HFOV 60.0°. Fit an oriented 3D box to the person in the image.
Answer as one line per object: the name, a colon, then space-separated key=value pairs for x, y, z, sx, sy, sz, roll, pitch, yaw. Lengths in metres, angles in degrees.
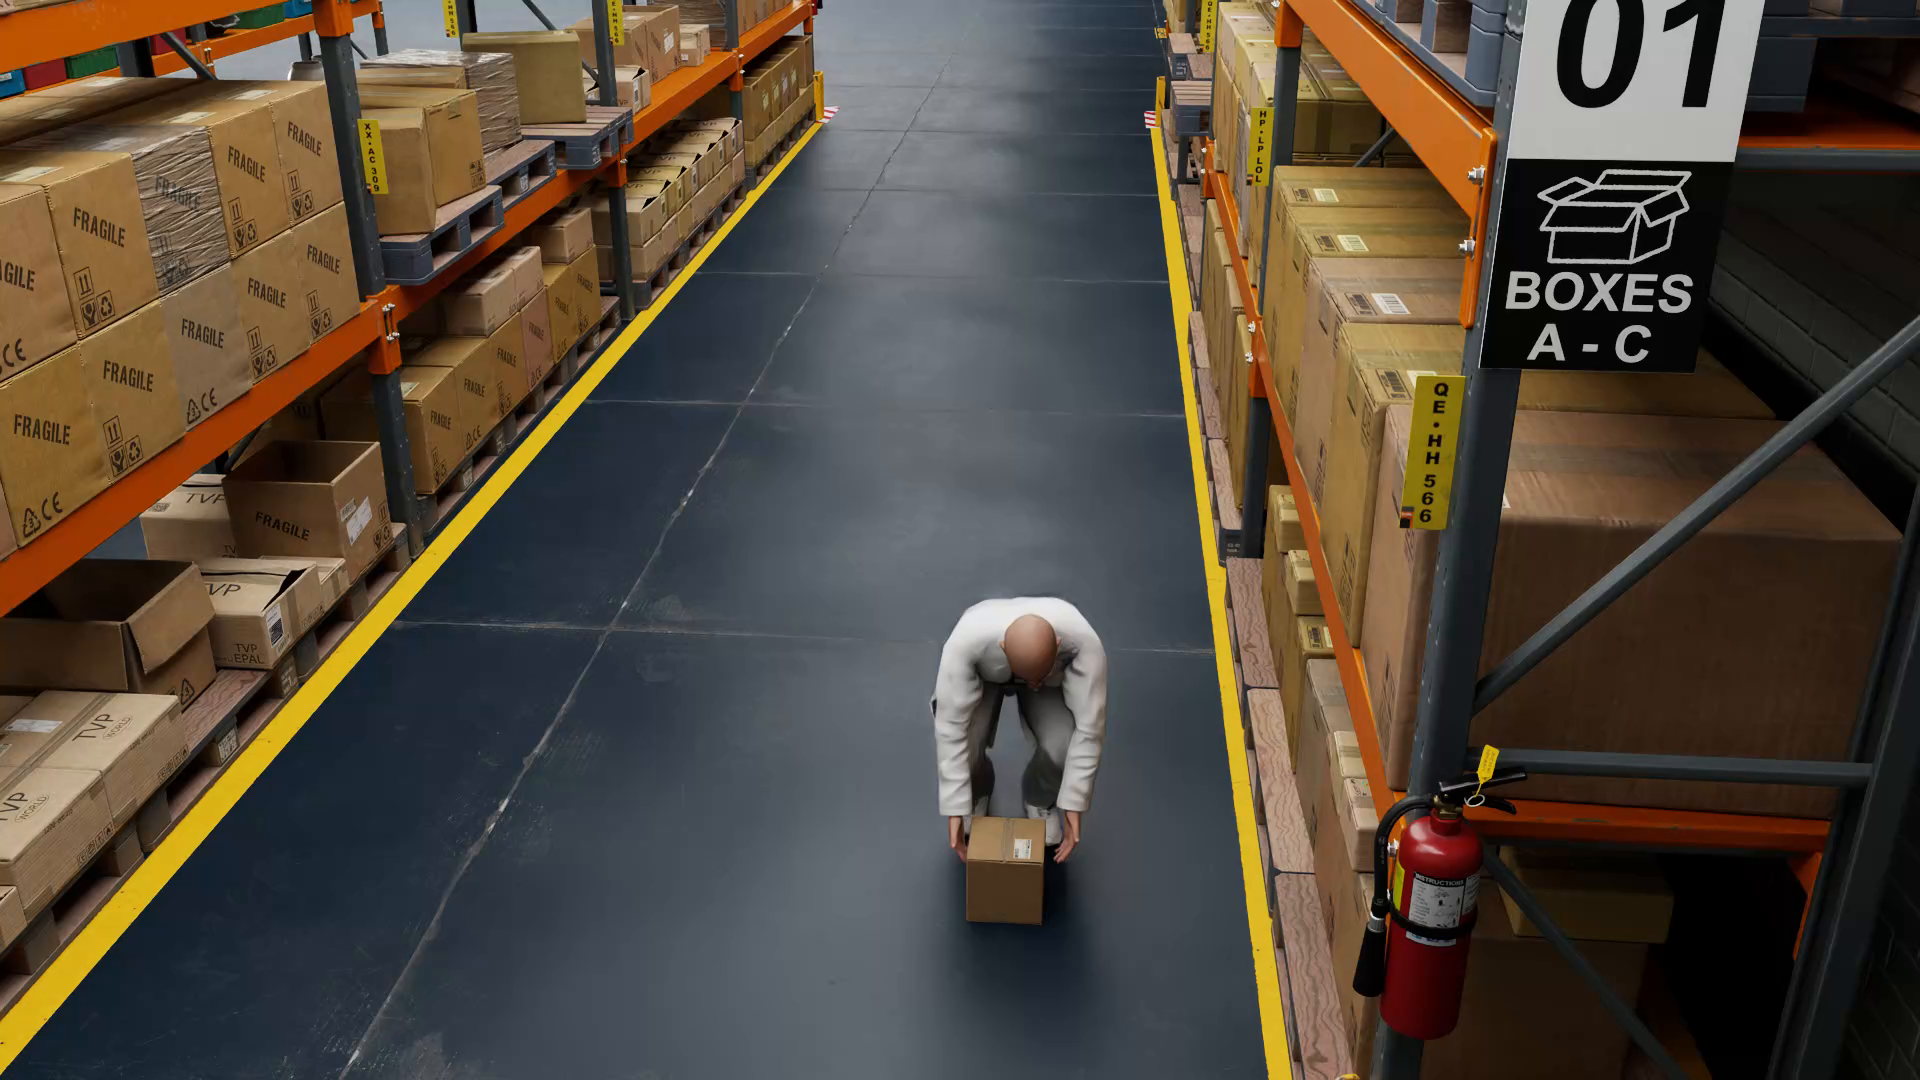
person: x=0.195 y=0.585 z=5.742 sx=0.611 sy=1.024 sz=0.893 roll=1 pitch=24 yaw=3
